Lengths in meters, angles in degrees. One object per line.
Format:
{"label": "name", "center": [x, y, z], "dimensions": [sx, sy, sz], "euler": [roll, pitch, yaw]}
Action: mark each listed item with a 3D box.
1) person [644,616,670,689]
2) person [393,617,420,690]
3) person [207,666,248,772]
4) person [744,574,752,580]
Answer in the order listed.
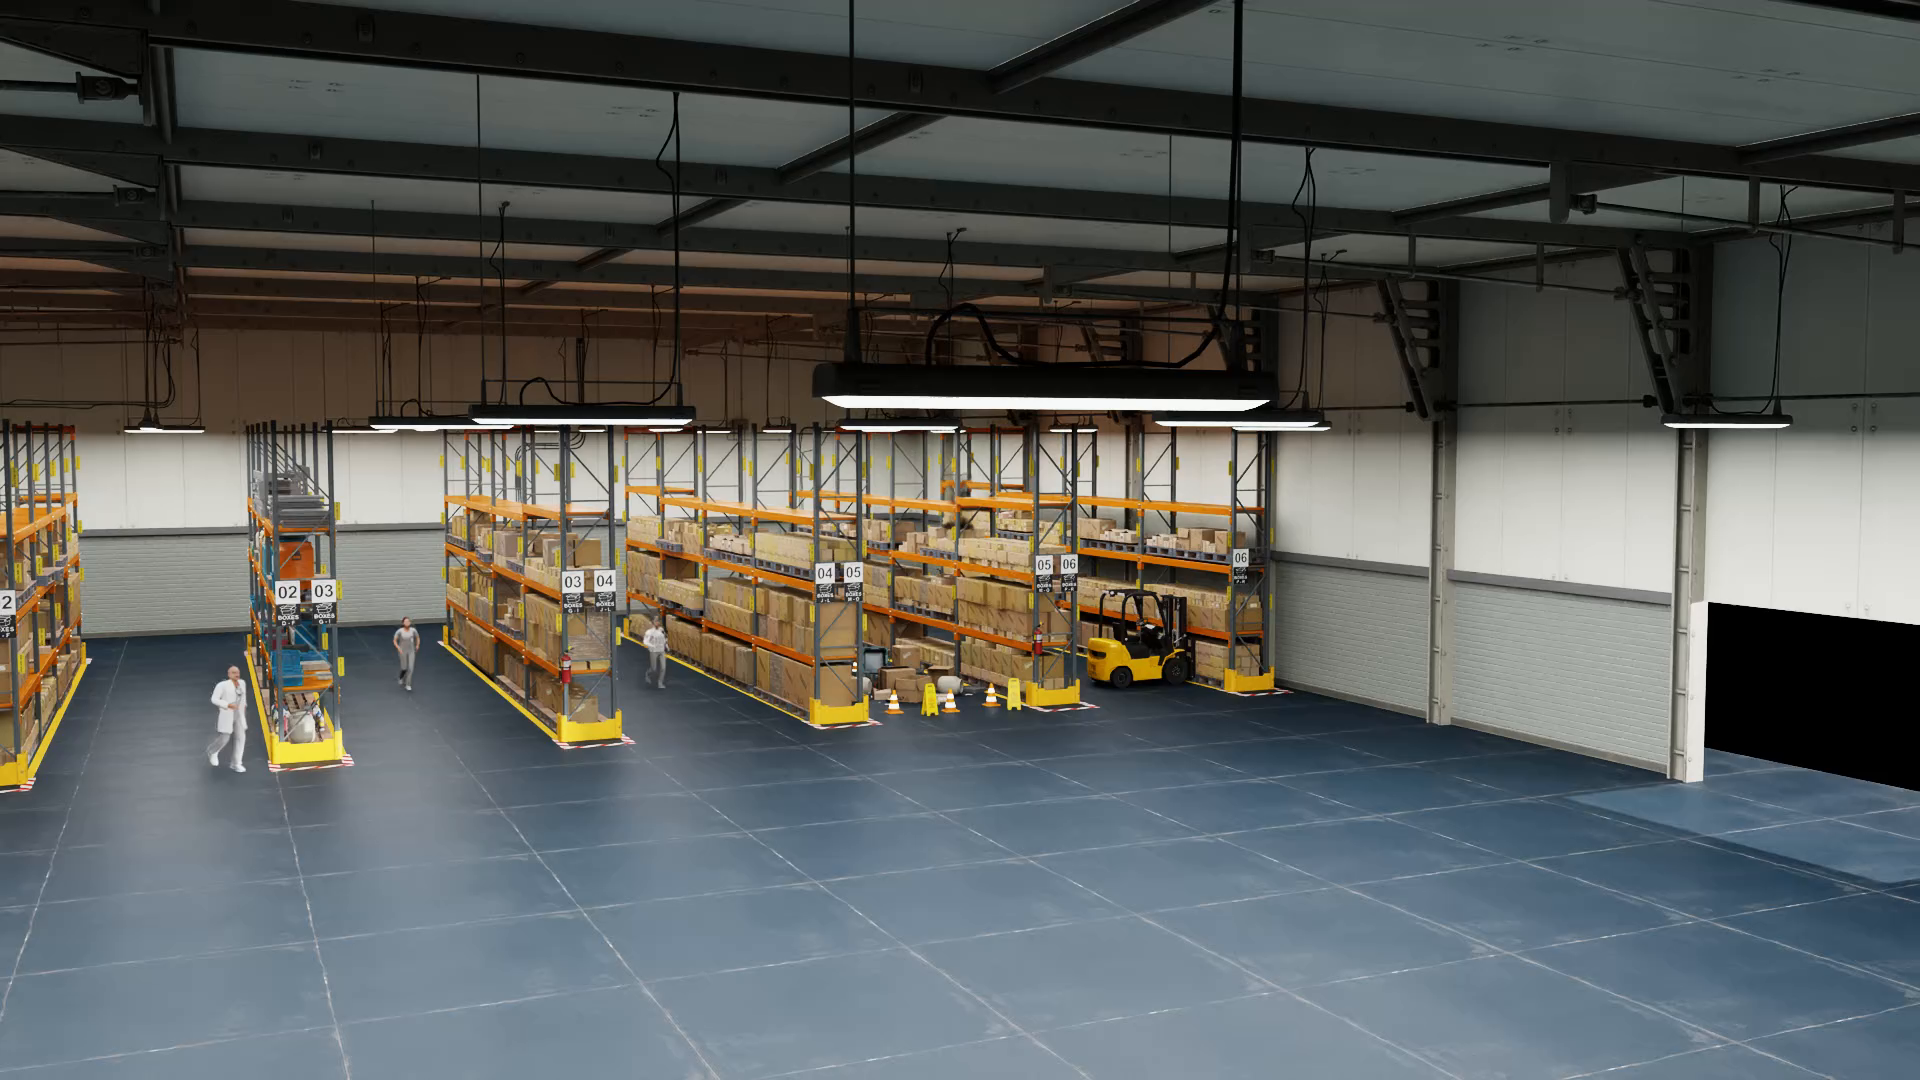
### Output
{"label": "person", "center": [-6.884, 2.539, 37.745], "dimensions": [0.625, 1.642, 0.724], "euler": [-3, 4, -36]}
{"label": "person", "center": [-12.539, 2.554, 37.708], "dimensions": [0.585, 1.647, 0.605], "euler": [-2, 4, -31]}
{"label": "person", "center": [-12.530, 3.053, 28.544], "dimensions": [0.969, 1.783, 0.710], "euler": [3, 4, 36]}
{"label": "person", "center": [-6.452, 1.692, 50.700], "dimensions": [0.687, 1.728, 0.699], "euler": [-3, 4, -37]}
